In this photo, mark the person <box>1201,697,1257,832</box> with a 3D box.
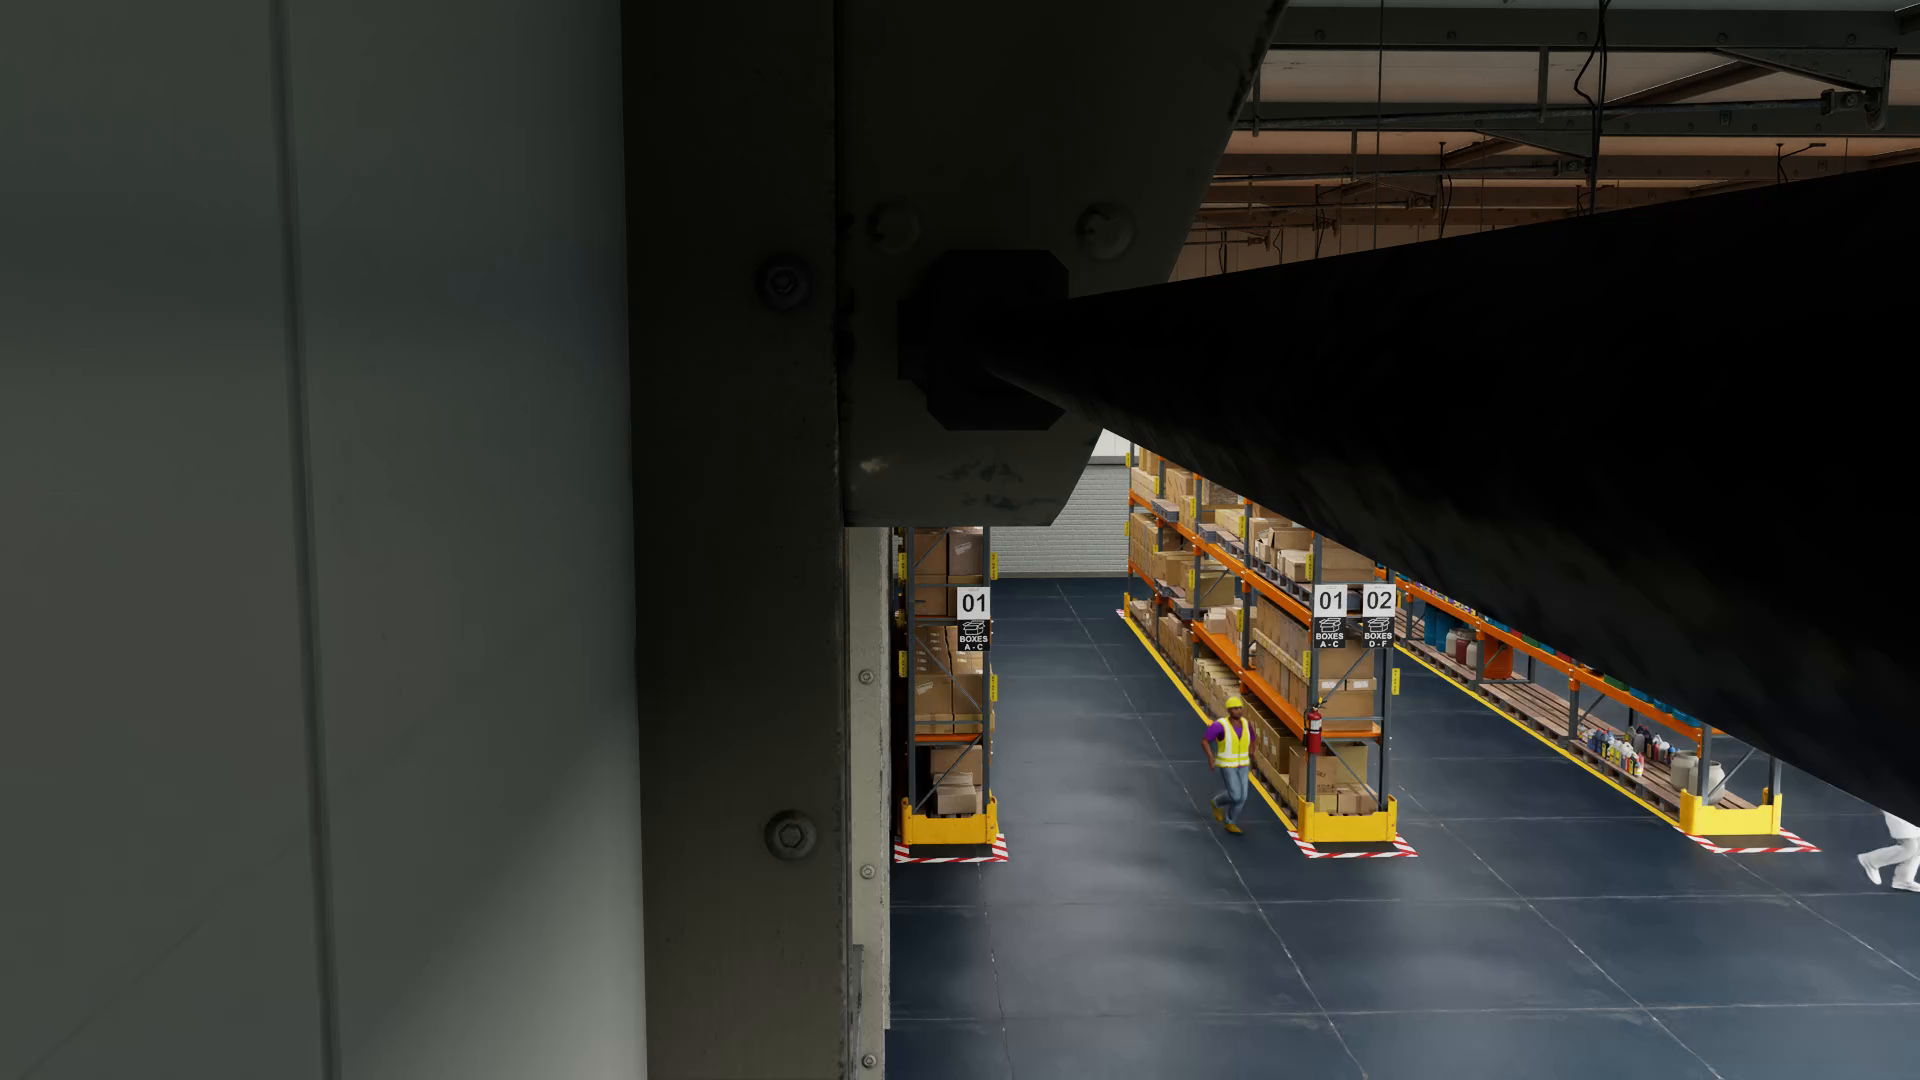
[{"bbox_3d":[3.432,2.820,20.834,0.702,1.719,0.581,-3,8,-22],"label":"person"}]

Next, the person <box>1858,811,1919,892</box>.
[{"bbox_3d":[10.568,3.077,18.728,0.722,1.744,0.742,5,9,34],"label":"person"}]
